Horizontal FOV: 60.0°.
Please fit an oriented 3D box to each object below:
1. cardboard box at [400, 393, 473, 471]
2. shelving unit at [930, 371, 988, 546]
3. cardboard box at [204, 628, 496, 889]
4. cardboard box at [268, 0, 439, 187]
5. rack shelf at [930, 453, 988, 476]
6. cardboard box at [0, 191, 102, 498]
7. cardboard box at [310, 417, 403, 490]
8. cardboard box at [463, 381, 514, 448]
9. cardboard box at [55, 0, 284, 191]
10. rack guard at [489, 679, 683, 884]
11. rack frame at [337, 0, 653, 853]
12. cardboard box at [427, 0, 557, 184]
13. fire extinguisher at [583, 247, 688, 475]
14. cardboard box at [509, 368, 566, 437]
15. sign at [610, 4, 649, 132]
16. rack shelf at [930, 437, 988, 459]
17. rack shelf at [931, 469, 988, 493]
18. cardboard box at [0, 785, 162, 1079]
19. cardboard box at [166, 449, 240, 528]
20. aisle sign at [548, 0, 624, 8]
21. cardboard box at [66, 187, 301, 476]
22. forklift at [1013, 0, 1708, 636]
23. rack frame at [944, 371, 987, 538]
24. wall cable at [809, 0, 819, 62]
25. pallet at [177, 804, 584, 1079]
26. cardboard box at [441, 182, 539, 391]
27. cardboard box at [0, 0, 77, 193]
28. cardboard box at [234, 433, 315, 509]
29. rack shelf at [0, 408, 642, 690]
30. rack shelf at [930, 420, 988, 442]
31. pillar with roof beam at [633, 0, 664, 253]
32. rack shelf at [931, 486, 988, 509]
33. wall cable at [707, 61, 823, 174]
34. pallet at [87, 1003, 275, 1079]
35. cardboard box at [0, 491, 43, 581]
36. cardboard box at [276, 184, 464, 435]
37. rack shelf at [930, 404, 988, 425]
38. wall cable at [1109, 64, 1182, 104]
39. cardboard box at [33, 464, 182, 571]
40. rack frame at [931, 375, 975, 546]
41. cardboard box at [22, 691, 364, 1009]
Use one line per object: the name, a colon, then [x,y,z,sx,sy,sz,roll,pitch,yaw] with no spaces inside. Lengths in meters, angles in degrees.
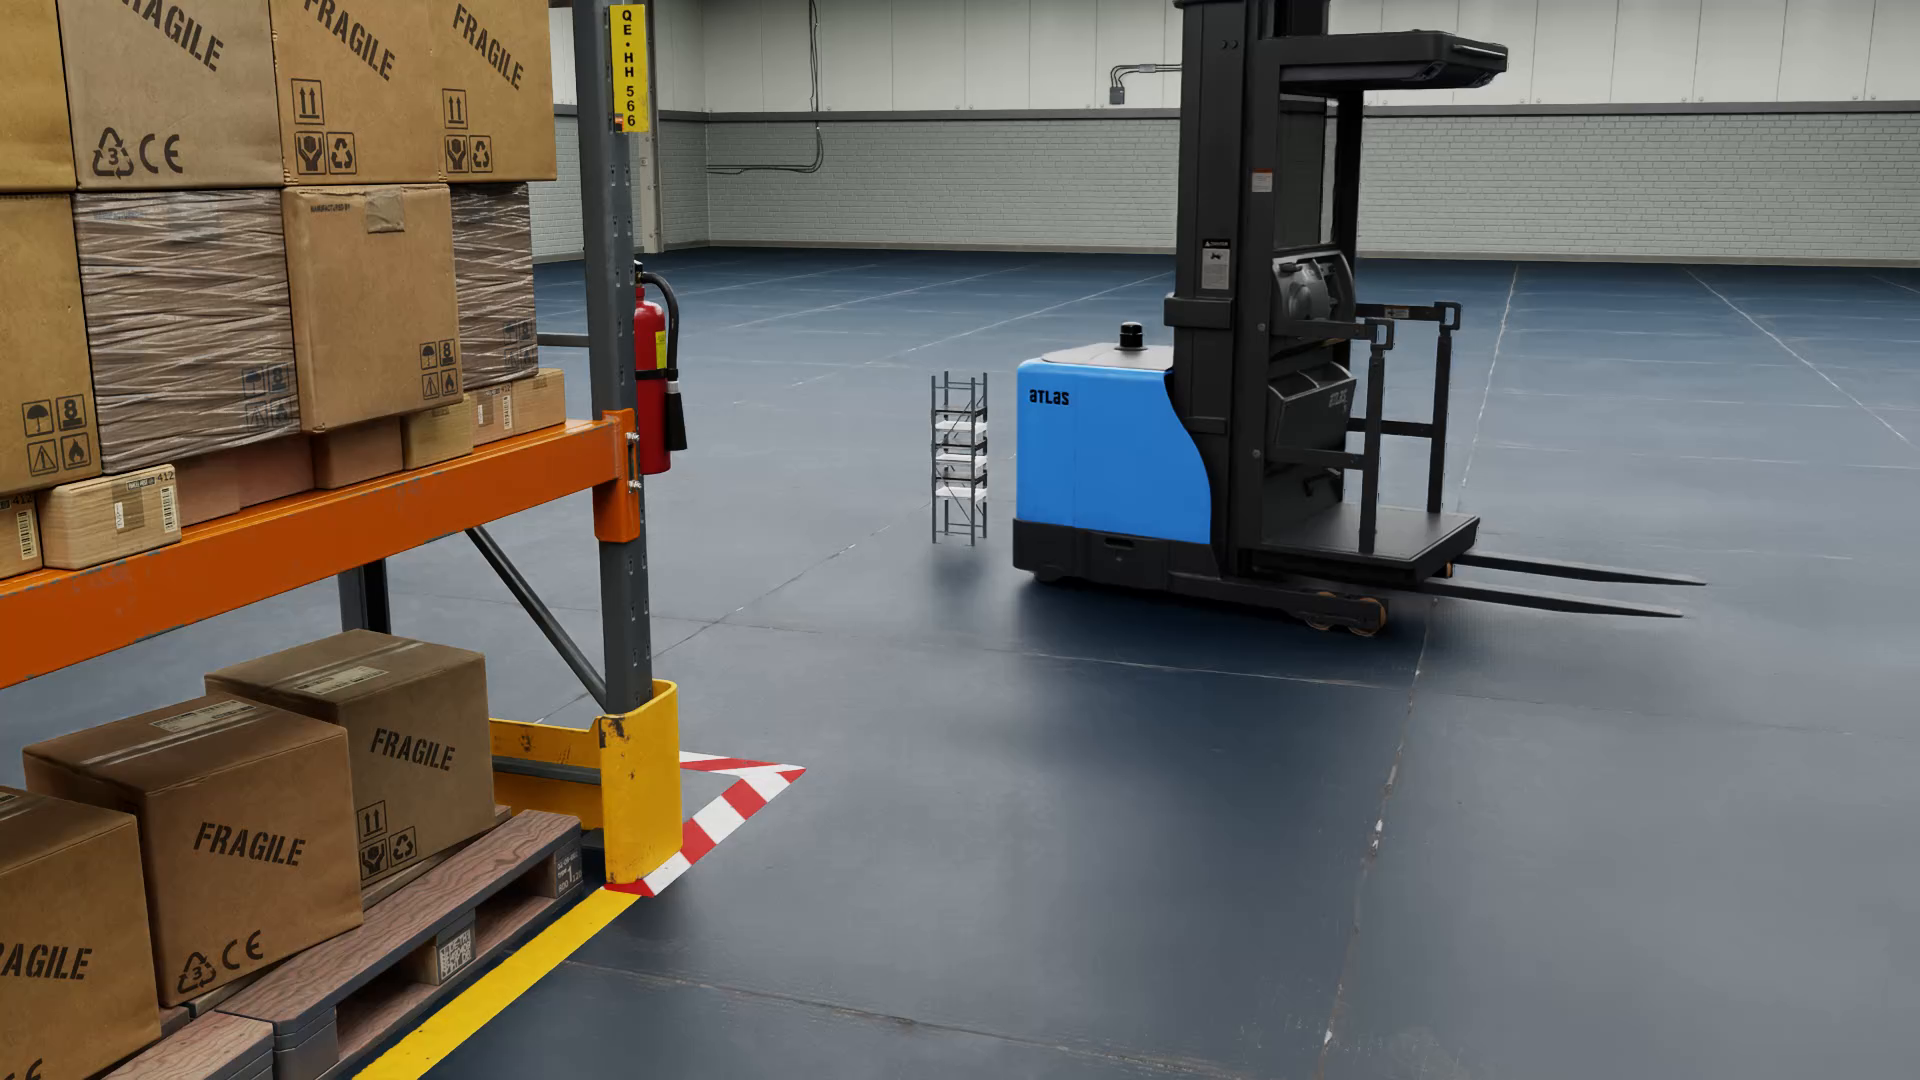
cardboard box: [-1.406,-0.271,3.997,0.380,0.149,0.250,4,14,18]
shelving unit: [-0.003,-0.437,8.880,0.258,0.900,0.210,4,14,18]
cardboard box: [-1.614,0.567,4.435,0.500,0.500,0.500,7,15,29]
cardboard box: [-1.496,-1.019,3.571,0.500,0.500,0.500,4,14,18]
rack shelf: [-0.003,-0.405,8.888,0.258,0.077,0.200,4,14,18]
cardboard box: [-2.023,-0.336,2.827,0.875,0.500,0.500,4,14,18]
cardboard box: [-1.502,-0.219,3.772,0.380,0.149,0.250,4,14,18]
cardboard box: [-1.374,-0.327,4.244,0.380,0.149,0.250,4,14,18]
cardboard box: [-1.660,-0.914,3.110,0.500,0.500,0.500,4,14,18]
rack guard: [-1.420,0.658,4.983,1.175,0.500,0.348,4,14,18]
rack frame: [-1.396,-0.577,4.775,1.000,3.000,0.127,4,14,18]
cardboard box: [-1.340,-1.125,4.034,0.500,0.500,0.500,4,14,18]
fire extinguisher: [-0.923,-0.530,4.743,0.296,0.674,0.183,4,14,18]
cardboard box: [-1.293,-0.380,4.475,0.380,0.149,0.250,4,14,18]
sign: [-0.877,-1.251,4.417,0.100,0.325,0.005,4,14,18]
rack shelf: [-0.003,-0.492,8.868,0.258,0.077,0.200,4,14,18]
rack shelf: [-0.003,-0.317,8.908,0.258,0.077,0.200,4,14,18]
cardboard box: [-1.995,0.826,3.302,0.500,0.500,0.500,6,14,24]
cardboard box: [-1.682,-0.115,3.316,0.380,0.149,0.250,4,14,18]
aisle sign: [-1.092,-1.836,4.448,0.394,0.787,0.004,4,14,18]
cardboard box: [-1.851,-0.441,3.285,0.875,0.500,0.500,4,14,18]
forklift: [1.779,-1.148,7.431,3.031,2.935,1.130,8,15,31]
rack frame: [0.030,-0.458,8.974,0.240,0.900,0.006,4,14,18]
wall cable: [-2.078,-12.085,37.343,3.097,2.526,0.112,4,14,18]
pallet: [-1.717,0.967,4.277,1.003,0.211,1.213,4,14,18]
cardboard box: [-1.600,-0.657,4.232,0.875,0.500,0.500,4,14,18]
cardboard box: [-1.830,-0.809,2.652,0.500,0.500,0.500,4,14,18]
cardboard box: [-1.622,-0.169,3.554,0.380,0.149,0.250,4,14,18]
rack shelf: [-2.043,0.195,3.010,1.077,0.370,4.000,4,14,18]
rack shelf: [-0.003,-0.580,8.848,0.258,0.077,0.200,4,14,18]
pillar with roof beam: [-2.769,-10.497,34.754,9.100,9.000,0.400,4,14,18]
rack shelf: [-0.003,-0.229,8.928,0.258,0.077,0.200,4,14,18]
wall cable: [-4.638,-9.818,38.758,3.097,2.526,0.112,4,14,18]
pallet: [-2.113,1.223,3.155,1.003,0.211,1.213,4,14,18]
cardboard box: [-1.825,-0.009,2.849,0.380,0.149,0.250,4,14,18]
cardboard box: [-1.648,-0.543,3.733,0.875,0.500,0.500,4,14,18]
rack shelf: [-0.003,-0.668,8.828,0.258,0.077,0.200,4,14,18]
wall cable: [4.340,-12.303,35.025,2.305,6.003,0.169,4,14,18]
cardboard box: [-1.679,-0.056,3.058,0.380,0.149,0.250,4,14,18]
rack frame: [-0.036,-0.416,8.787,0.240,0.900,0.006,4,14,18]
cardboard box: [-1.775,0.696,3.873,0.500,0.500,0.500,9,15,33]
